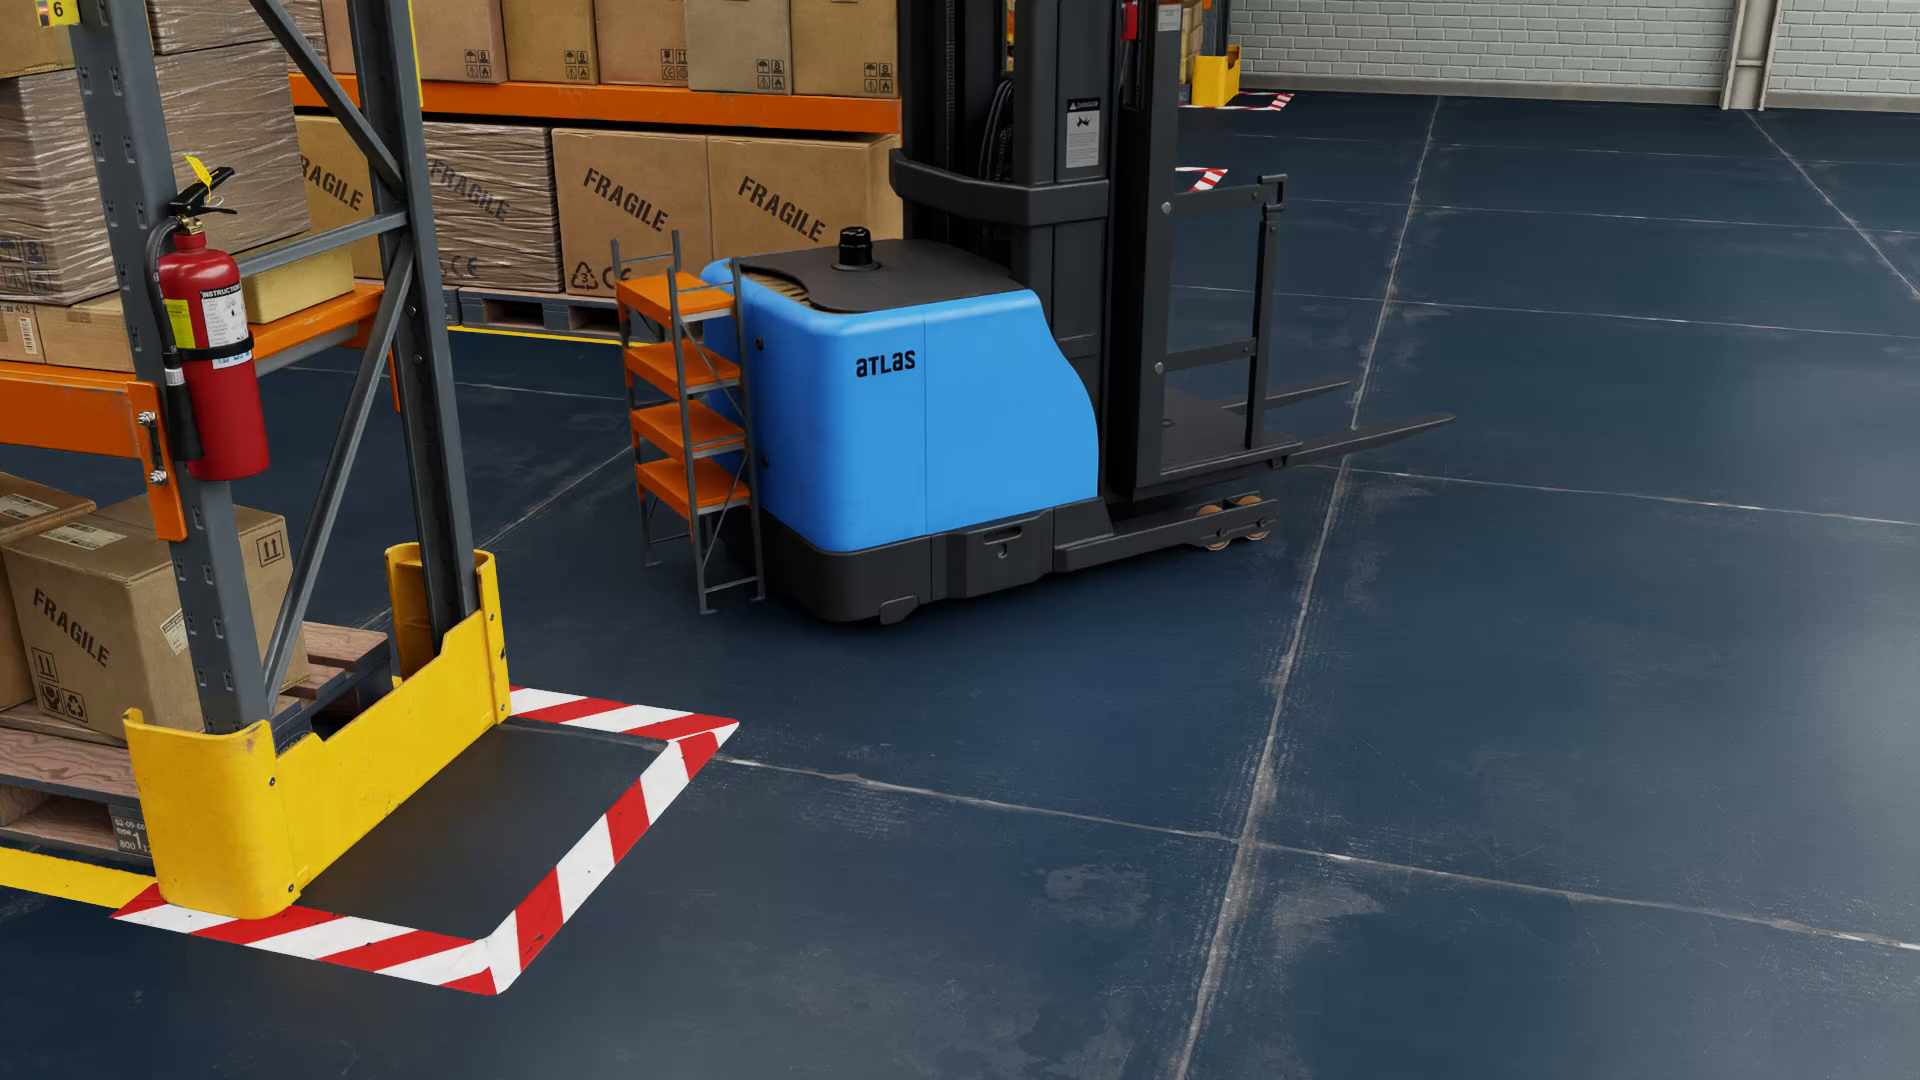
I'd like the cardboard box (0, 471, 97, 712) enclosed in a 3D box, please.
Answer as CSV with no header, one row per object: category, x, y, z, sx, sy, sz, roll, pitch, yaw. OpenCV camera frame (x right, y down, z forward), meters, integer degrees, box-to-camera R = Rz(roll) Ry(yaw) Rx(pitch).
cardboard box,-2.770,0.150,4.691,0.500,0.500,0.500,13,26,29

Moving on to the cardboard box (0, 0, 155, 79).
cardboard box,-2.193,-1.301,3.648,0.500,0.500,0.500,7,23,16

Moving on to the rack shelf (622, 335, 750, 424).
rack shelf,-0.926,-0.547,5.600,0.258,0.148,0.480,-15,27,-28

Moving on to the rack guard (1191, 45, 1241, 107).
rack guard,2.721,-4.929,17.629,0.348,0.500,1.175,7,23,16

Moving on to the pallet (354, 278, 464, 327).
pallet,-3.190,-1.512,9.677,1.213,0.211,1.003,7,23,15

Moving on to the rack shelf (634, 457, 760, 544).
rack shelf,-0.915,-0.159,5.766,0.258,0.148,0.480,-15,27,-28

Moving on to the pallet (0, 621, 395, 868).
pallet,-2.436,0.496,4.783,1.213,0.211,1.003,7,23,16

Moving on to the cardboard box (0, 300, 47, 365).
cardboard box,-2.167,-0.552,3.994,0.250,0.149,0.380,7,23,16

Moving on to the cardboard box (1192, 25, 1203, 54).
cardboard box,2.307,-5.369,17.818,0.500,0.250,0.500,7,23,16

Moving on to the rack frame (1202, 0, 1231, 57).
rack frame,2.698,-6.089,17.161,0.127,3.000,1.000,7,23,16

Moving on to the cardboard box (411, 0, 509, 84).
cardboard box,-2.522,-2.793,8.929,0.550,0.550,0.875,7,23,16

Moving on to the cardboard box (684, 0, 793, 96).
cardboard box,-0.967,-2.621,8.510,0.550,0.550,0.875,7,23,16

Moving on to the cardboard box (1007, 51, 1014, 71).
cardboard box,0.425,-3.547,13.046,0.500,0.500,0.500,7,23,16

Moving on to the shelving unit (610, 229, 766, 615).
shelving unit,-0.922,-0.403,5.662,0.258,1.200,0.503,-15,27,-28

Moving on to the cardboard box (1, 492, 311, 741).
cardboard box,-2.188,0.204,4.562,0.500,0.500,0.500,11,25,25

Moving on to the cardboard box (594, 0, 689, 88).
cardboard box,-1.467,-2.728,8.771,0.550,0.550,0.875,7,23,16

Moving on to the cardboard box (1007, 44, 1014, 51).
cardboard box,0.552,-3.745,13.529,0.500,0.500,0.500,6,23,14

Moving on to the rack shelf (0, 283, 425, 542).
rack shelf,-3.510,-0.571,4.656,4.000,0.370,1.077,7,23,16

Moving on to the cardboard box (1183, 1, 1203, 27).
cardboard box,2.292,-5.595,17.709,0.500,0.250,0.500,6,23,15

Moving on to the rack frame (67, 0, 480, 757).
rack frame,-1.595,-0.684,3.985,0.127,3.000,1.000,7,23,16

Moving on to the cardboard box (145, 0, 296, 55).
cardboard box,-2.043,-1.490,4.108,0.500,0.500,0.500,7,23,16

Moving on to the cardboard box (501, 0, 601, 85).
cardboard box,-1.986,-2.771,8.876,0.500,0.550,0.875,7,23,16

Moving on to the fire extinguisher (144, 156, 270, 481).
fire extinguisher,-1.619,-0.468,3.561,0.183,0.674,0.296,7,23,16

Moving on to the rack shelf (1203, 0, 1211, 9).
rack shelf,0.783,-5.975,17.832,4.000,0.370,1.077,7,23,16

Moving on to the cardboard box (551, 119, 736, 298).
cardboard box,-1.577,-1.832,9.031,0.875,0.875,0.875,6,23,15

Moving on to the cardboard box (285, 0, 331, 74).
cardboard box,-3.539,-2.947,9.304,0.550,0.550,0.875,7,23,16

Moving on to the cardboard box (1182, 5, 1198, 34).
cardboard box,2.167,-5.410,17.260,0.500,0.250,0.500,7,23,17

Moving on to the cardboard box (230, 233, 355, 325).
cardboard box,-1.799,-0.686,4.320,0.250,0.149,0.380,7,23,16

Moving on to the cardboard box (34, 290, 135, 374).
cardboard box,-1.928,-0.524,3.926,0.250,0.149,0.380,7,23,16

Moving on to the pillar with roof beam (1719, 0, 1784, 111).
pillar with roof beam,6.792,-7.046,11.590,0.400,9.000,9.100,7,23,16

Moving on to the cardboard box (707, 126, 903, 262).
cardboard box,-0.734,-1.737,8.798,0.875,0.875,0.875,7,23,16

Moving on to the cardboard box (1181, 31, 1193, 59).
cardboard box,2.141,-5.182,17.361,0.500,0.250,0.500,6,23,15

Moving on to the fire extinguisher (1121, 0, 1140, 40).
fire extinguisher,1.244,-4.069,12.339,0.183,0.674,0.296,7,23,16

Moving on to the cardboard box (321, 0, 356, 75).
cardboard box,-3.005,-2.895,9.177,0.550,0.550,0.875,7,23,16

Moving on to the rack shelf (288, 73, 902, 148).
rack shelf,-1.980,-2.362,9.023,4.000,0.370,1.077,7,23,16

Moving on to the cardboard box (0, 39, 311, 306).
cardboard box,-2.114,-0.938,4.081,0.500,0.500,0.875,7,23,16

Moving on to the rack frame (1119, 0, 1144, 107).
rack frame,1.267,-4.285,12.763,0.127,3.000,1.000,7,23,16

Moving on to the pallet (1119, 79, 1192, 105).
pallet,1.953,-4.867,17.857,1.213,0.211,1.003,7,23,16

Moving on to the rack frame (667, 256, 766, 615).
rack frame,-0.793,-0.325,5.470,0.240,1.200,0.015,-15,27,-28

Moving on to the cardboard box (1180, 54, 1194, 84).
cardboard box,2.157,-4.947,17.449,0.500,0.250,0.500,7,23,16

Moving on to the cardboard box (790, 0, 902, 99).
cardboard box,-0.434,-2.569,8.382,0.550,0.550,0.875,7,23,16

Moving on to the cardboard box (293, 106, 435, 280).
cardboard box,-3.313,-2.031,9.514,0.875,0.875,0.875,7,23,16

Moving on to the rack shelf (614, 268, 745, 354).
rack shelf,-0.932,-0.764,5.507,0.258,0.148,0.480,-15,27,-28

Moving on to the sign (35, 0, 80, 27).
sign,-1.775,-1.167,3.219,0.005,0.325,0.100,7,23,16

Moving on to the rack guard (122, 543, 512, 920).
rack guard,-1.668,0.464,4.480,0.348,0.500,1.175,7,23,16

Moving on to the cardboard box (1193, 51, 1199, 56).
cardboard box,2.284,-5.136,17.907,0.500,0.250,0.500,7,23,16

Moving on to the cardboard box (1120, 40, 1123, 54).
cardboard box,1.664,-5.241,17.505,0.500,0.250,0.500,6,23,15

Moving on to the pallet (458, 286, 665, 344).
pallet,-2.018,-1.379,9.353,1.213,0.211,1.003,7,23,15

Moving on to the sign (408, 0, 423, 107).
sign,-1.439,-1.282,4.302,0.005,0.325,0.100,7,23,16

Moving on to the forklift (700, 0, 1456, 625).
forklift,0.605,-1.474,6.001,3.031,2.935,1.130,-13,26,-29

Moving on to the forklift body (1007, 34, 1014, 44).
forklift body,0.355,-5.241,16.213,1.214,2.155,2.313,7,23,16

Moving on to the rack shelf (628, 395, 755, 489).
rack shelf,-0.920,-0.341,5.688,0.258,0.148,0.480,-15,27,-28

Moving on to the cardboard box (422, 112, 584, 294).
cardboard box,-2.449,-1.933,9.277,0.875,0.875,0.875,7,23,16

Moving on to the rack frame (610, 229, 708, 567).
rack frame,-1.050,-0.482,5.854,0.240,1.200,0.015,-15,27,-28

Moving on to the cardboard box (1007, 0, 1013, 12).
cardboard box,0.334,-4.155,12.778,0.250,0.149,0.380,6,23,15

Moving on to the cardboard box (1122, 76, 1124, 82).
cardboard box,1.683,-5.005,17.590,0.500,0.250,0.500,7,23,15

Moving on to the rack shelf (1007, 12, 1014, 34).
rack shelf,-0.647,-4.171,13.434,4.000,0.370,1.077,7,23,16

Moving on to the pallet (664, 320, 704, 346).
pallet,-0.854,-1.244,9.025,1.213,0.211,1.003,7,23,15
